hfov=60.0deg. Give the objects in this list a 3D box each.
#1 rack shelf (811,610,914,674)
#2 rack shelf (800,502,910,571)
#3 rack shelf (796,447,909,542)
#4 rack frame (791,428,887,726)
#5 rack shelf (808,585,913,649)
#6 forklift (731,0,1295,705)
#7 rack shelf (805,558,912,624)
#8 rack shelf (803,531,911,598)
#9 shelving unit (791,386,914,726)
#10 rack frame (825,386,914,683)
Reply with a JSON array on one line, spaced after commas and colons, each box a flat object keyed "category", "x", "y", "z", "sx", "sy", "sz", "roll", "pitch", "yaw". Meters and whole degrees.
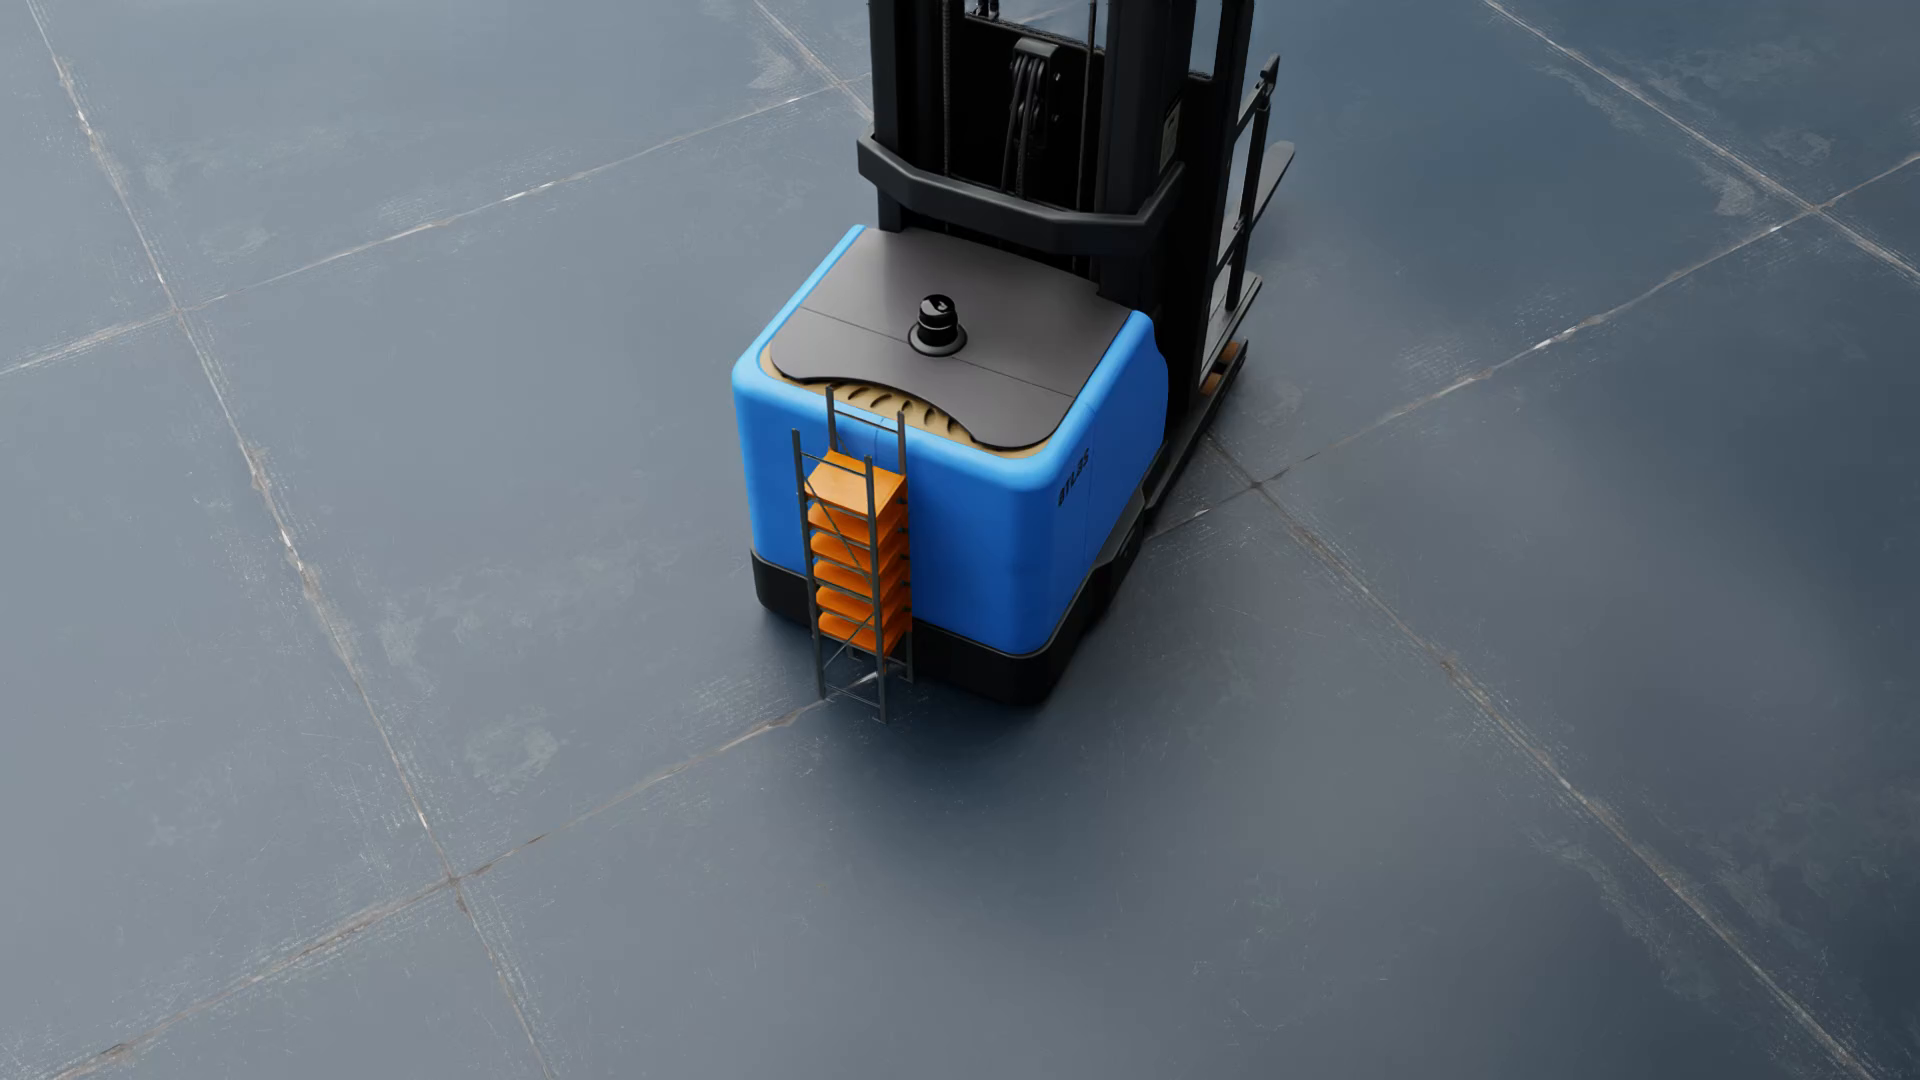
[{"category": "rack shelf", "x": -0.298, "y": 0.271, "z": 5.086, "sx": 0.258, "sy": 0.103, "sz": 0.180, "roll": 20, "pitch": 51, "yaw": 17}, {"category": "rack shelf", "x": -0.298, "y": -0.048, "z": 4.727, "sx": 0.258, "sy": 0.103, "sz": 0.180, "roll": 20, "pitch": 51, "yaw": 17}, {"category": "rack shelf", "x": -0.298, "y": -0.128, "z": 4.638, "sx": 0.258, "sy": 0.103, "sz": 0.180, "roll": 20, "pitch": 51, "yaw": 17}, {"category": "rack frame", "x": -0.338, "y": 0.143, "z": 4.819, "sx": 0.240, "sy": 1.200, "sz": 0.006, "roll": 20, "pitch": 51, "yaw": 17}, {"category": "rack shelf", "x": -0.298, "y": 0.191, "z": 4.996, "sx": 0.258, "sy": 0.103, "sz": 0.180, "roll": 20, "pitch": 51, "yaw": 17}, {"category": "forklift", "x": 0.427, "y": -1.571, "z": 5.187, "sx": 1.130, "sy": 2.935, "sz": 3.031, "roll": 20, "pitch": 51, "yaw": 17}, {"category": "rack shelf", "x": -0.298, "y": 0.112, "z": 4.907, "sx": 0.258, "sy": 0.103, "sz": 0.180, "roll": 20, "pitch": 51, "yaw": 17}, {"category": "rack shelf", "x": -0.298, "y": 0.032, "z": 4.817, "sx": 0.258, "sy": 0.103, "sz": 0.180, "roll": 20, "pitch": 51, "yaw": 17}, {"category": "shelving unit", "x": -0.298, "y": 0.082, "z": 4.874, "sx": 0.258, "sy": 1.200, "sz": 0.189, "roll": 20, "pitch": 51, "yaw": 17}, {"category": "rack frame", "x": -0.257, "y": 0.021, "z": 4.928, "sx": 0.240, "sy": 1.200, "sz": 0.006, "roll": 20, "pitch": 51, "yaw": 17}]
